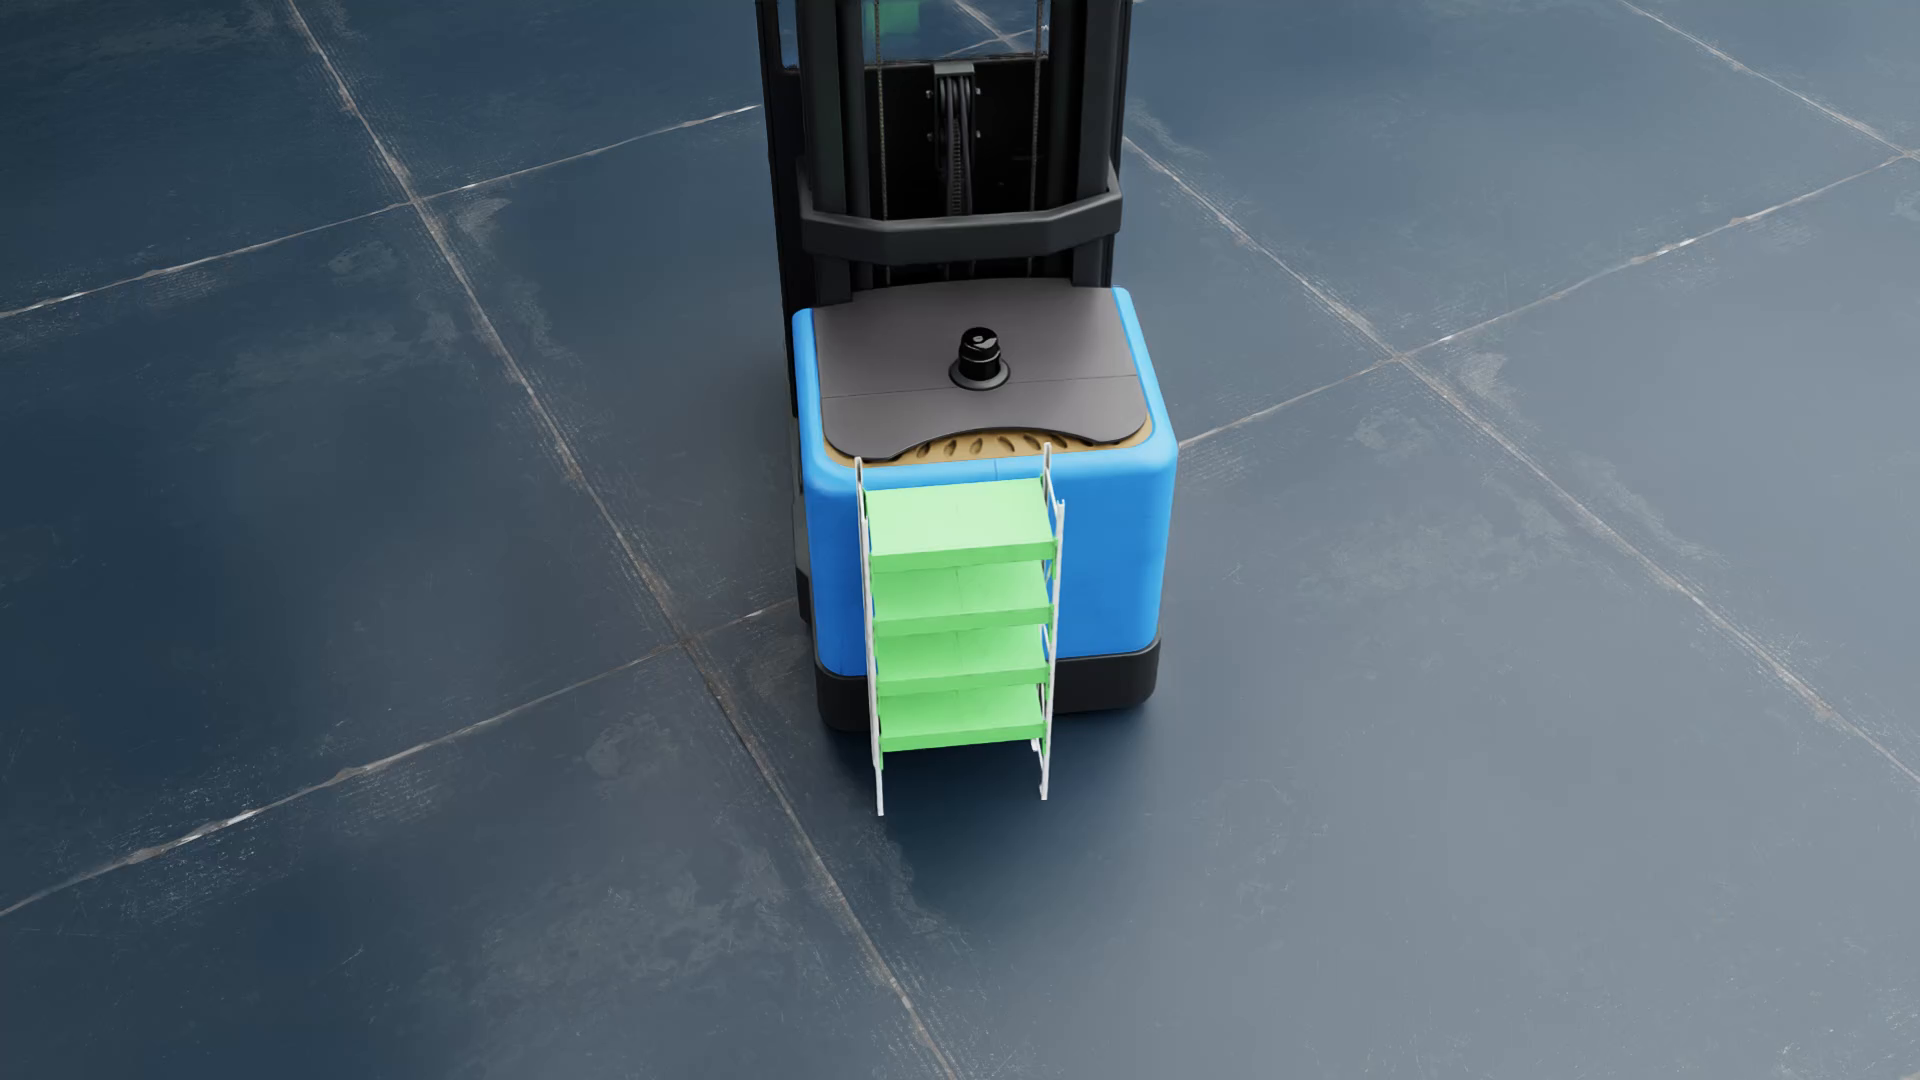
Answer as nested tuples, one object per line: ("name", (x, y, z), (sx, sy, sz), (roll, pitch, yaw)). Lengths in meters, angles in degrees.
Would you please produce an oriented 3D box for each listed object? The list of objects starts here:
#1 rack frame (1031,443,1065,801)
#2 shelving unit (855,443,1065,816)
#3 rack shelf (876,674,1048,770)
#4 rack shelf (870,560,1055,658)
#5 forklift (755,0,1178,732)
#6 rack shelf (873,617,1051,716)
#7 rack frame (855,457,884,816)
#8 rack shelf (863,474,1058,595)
("rack frame", (0.238, 0.262, 4.618), (0.015, 1.200, 0.240), (-5, 44, -5))
("shelving unit", (-0.004, 0.282, 4.598), (0.503, 1.200, 0.258), (-5, 44, -5))
("rack shelf", (-0.005, 0.500, 4.810), (0.480, 0.148, 0.258), (-5, 44, -5))
("rack shelf", (-0.004, 0.156, 4.475), (0.480, 0.148, 0.258), (-5, 44, -5))
("forklift", (-0.074, -1.500, 5.191), (1.130, 2.935, 3.031), (-5, 44, -5))
("rack shelf", (-0.004, 0.328, 4.642), (0.480, 0.148, 0.258), (-5, 44, -5))
("rack frame", (-0.247, 0.302, 4.577), (0.015, 1.200, 0.240), (-5, 44, -5))
("rack shelf", (-0.004, -0.016, 4.307), (0.480, 0.148, 0.258), (-5, 44, -5))
